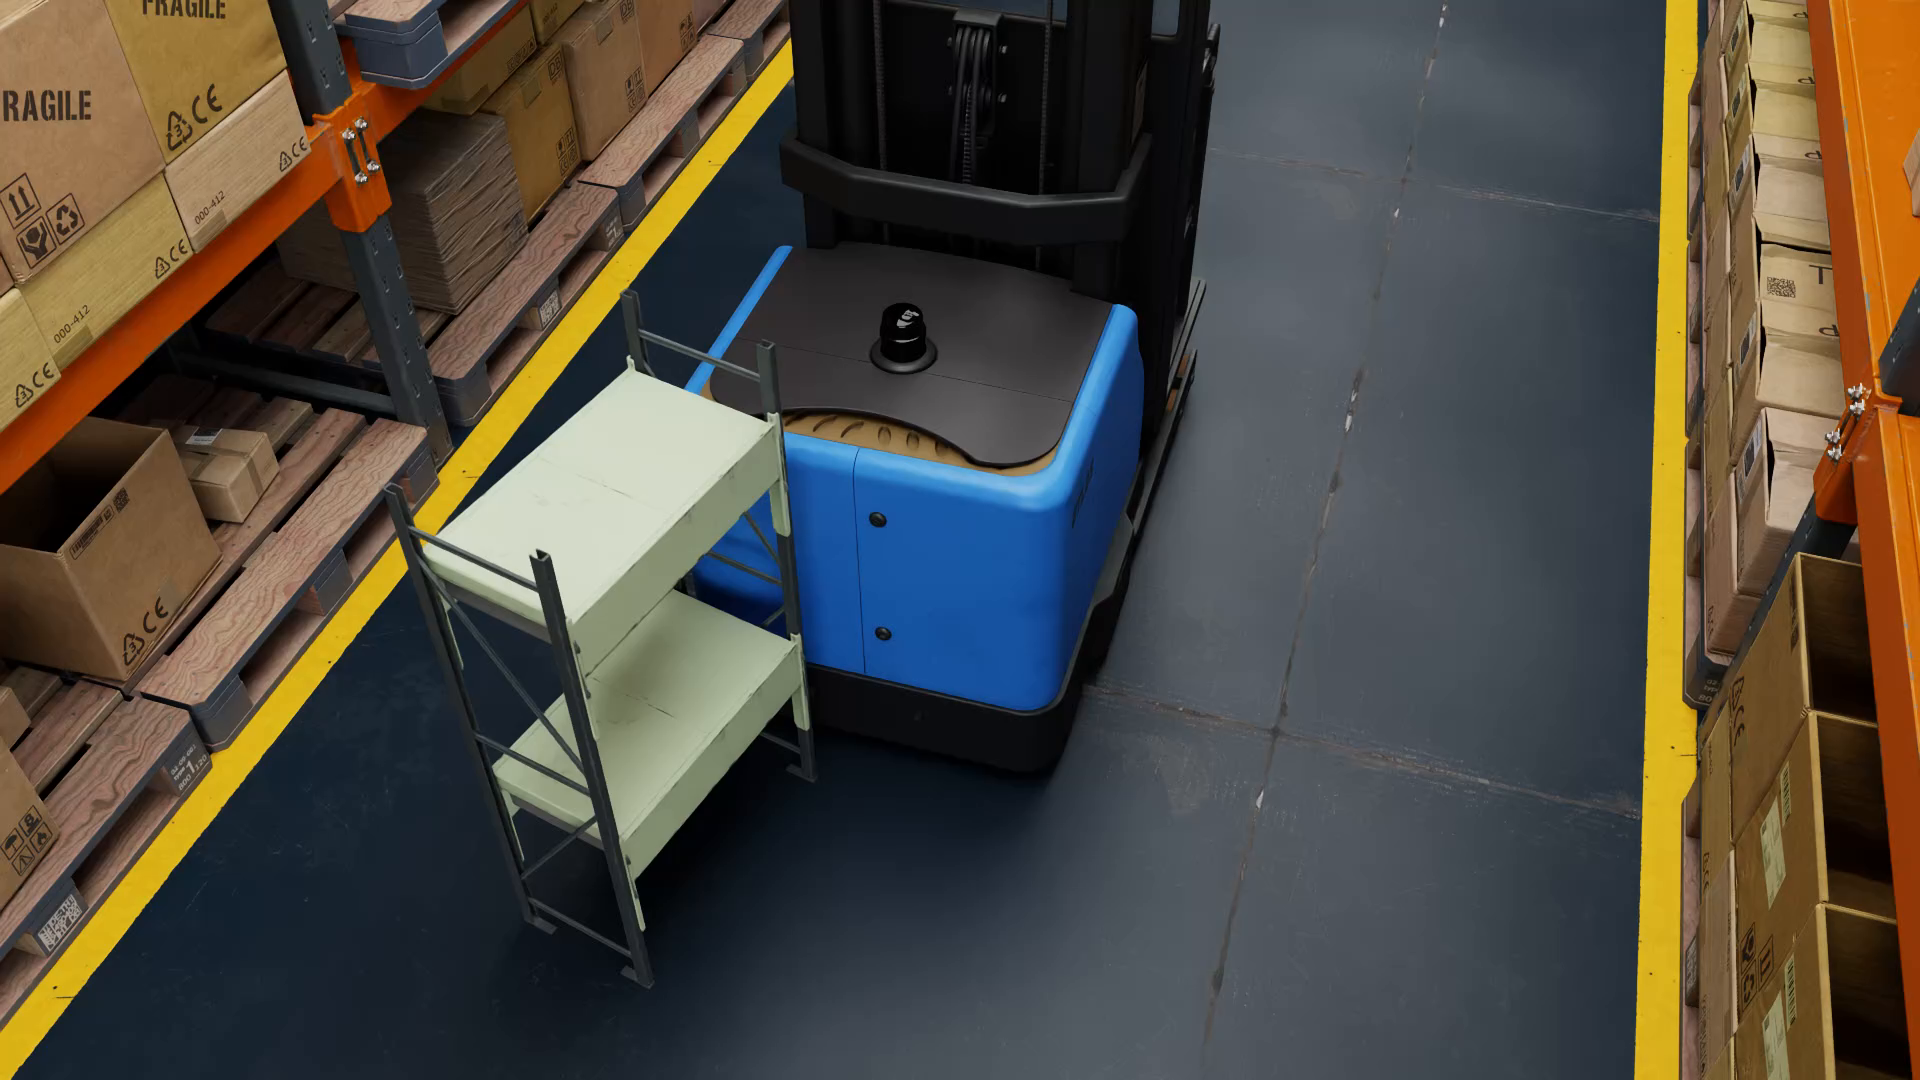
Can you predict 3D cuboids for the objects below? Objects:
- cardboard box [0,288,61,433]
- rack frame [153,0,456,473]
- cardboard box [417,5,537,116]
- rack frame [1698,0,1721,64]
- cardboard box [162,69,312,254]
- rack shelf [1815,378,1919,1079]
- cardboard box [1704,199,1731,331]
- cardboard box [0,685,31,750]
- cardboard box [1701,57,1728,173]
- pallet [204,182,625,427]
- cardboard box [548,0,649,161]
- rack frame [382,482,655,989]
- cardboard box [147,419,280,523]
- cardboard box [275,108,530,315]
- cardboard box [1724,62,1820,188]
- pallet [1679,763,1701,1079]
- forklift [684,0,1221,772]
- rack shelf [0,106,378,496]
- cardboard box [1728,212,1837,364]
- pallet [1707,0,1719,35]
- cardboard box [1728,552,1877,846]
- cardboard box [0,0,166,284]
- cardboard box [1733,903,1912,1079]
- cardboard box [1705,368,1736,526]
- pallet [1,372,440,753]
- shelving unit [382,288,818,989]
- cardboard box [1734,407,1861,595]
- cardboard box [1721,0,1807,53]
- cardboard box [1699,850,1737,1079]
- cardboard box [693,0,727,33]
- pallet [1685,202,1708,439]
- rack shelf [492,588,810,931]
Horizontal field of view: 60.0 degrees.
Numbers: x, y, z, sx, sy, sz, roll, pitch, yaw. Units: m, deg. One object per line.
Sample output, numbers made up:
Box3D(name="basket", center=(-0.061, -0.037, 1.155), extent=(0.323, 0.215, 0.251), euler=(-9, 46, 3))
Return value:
Box3D(name="cardboard box", center=(-2.332, -0.339, 3.545), extent=(0.500, 0.250, 0.500), euler=(12, 46, 12))
Box3D(name="rack frame", center=(-2.181, -1.434, 4.571), extent=(1.000, 3.000, 0.127), euler=(13, 46, 13))
Box3D(name="cardboard box", center=(-1.844, -1.755, 5.835), extent=(0.500, 0.250, 0.500), euler=(12, 46, 12))
Box3D(name="rack frame", center=(3.752, -3.054, 6.226), extent=(1.000, 3.000, 0.127), euler=(13, 46, 13))
Box3D(name="cardboard box", center=(-2.036, -1.008, 4.228), extent=(0.500, 0.250, 0.500), euler=(13, 46, 13))
Box3D(name="rack shelf", center=(1.935, 1.202, 2.391), extent=(1.077, 0.370, 4.000), euler=(13, 46, 13))
Box3D(name="cardboard box", center=(2.855, -0.910, 5.701), extent=(0.500, 0.250, 0.500), euler=(13, 46, 13))
Box3D(name="cardboard box", center=(-2.685, 0.489, 4.329), extent=(0.380, 0.149, 0.250), euler=(9, 45, 9))
Box3D(name="cardboard box", center=(3.163, -1.599, 6.405), extent=(0.500, 0.250, 0.500), euler=(11, 46, 11))
Box3D(name="pallet", center=(-1.947, -0.957, 6.077), extent=(1.003, 0.211, 1.213), euler=(13, 46, 13))
Box3D(name="cardboard box", center=(-1.672, -1.879, 6.498), extent=(0.700, 0.500, 0.500), euler=(13, 46, 13))
Box3D(name="rack frame", center=(-0.936, 0.500, 3.667), extent=(0.400, 1.500, 0.023), euler=(22, 48, 21))
Box3D(name="cardboard box", center=(-2.315, -0.216, 5.037), extent=(0.380, 0.166, 0.250), euler=(7, 45, 7))
Box3D(name="cardboard box", center=(-1.974, -1.192, 5.797), extent=(0.700, 0.500, 0.500), euler=(14, 46, 14))
Box3D(name="cardboard box", center=(3.006, -1.443, 5.845), extent=(0.500, 0.311, 0.500), euler=(11, 46, 11))
Box3D(name="pallet", center=(2.260, 1.130, 3.944), extent=(1.003, 0.211, 1.213), euler=(13, 46, 13))
Box3D(name="forklift", center=(0.182, -1.469, 4.656), extent=(1.130, 2.935, 3.031), euler=(12, 46, 12))
Box3D(name="rack shelf", center=(-2.787, 0.156, 3.461), extent=(1.077, 0.370, 4.000), euler=(13, 46, 13))
Box3D(name="cardboard box", center=(2.695, -0.766, 5.153), extent=(0.500, 0.311, 0.500), euler=(12, 46, 12))
Box3D(name="pallet", center=(4.015, -2.547, 7.702), extent=(1.003, 0.211, 1.213), euler=(13, 46, 13))
Box3D(name="cardboard box", center=(2.102, 0.420, 3.806), extent=(0.500, 0.500, 0.500), euler=(13, 46, 13))
Box3D(name="cardboard box", center=(-2.175, -0.942, 3.624), extent=(0.500, 0.500, 0.500), euler=(12, 46, 12))
Box3D(name="cardboard box", center=(1.800, 1.086, 3.125), extent=(0.500, 0.500, 0.500), euler=(13, 46, 13))
Box3D(name="cardboard box", center=(2.545, -0.230, 5.006), extent=(0.500, 0.250, 0.500), euler=(12, 46, 12))
Box3D(name="pallet", center=(-2.351, 0.017, 5.081), extent=(1.003, 0.211, 1.213), euler=(13, 46, 13))
Box3D(name="shelving unit", center=(-0.754, 0.278, 3.894), extent=(0.431, 1.500, 0.755), euler=(22, 48, 21))
Box3D(name="cardboard box", center=(2.390, -0.086, 4.458), extent=(0.500, 0.311, 0.500), euler=(13, 46, 13))
Box3D(name="cardboard box", center=(3.314, -2.135, 6.552), extent=(0.500, 0.311, 0.500), euler=(14, 46, 14))
Box3D(name="cardboard box", center=(1.955, 1.022, 3.727), extent=(0.500, 0.250, 0.500), euler=(13, 46, 13))
Box3D(name="cardboard box", center=(-1.405, -2.555, 7.189), extent=(0.700, 0.500, 0.500), euler=(12, 46, 12))
Box3D(name="pallet", center=(3.095, -0.706, 5.821), extent=(1.003, 0.211, 1.213), euler=(13, 46, 13))
Box3D(name="rack shelf", center=(-0.754, 0.511, 4.122), extent=(0.431, 0.370, 0.720), euler=(22, 48, 21))
